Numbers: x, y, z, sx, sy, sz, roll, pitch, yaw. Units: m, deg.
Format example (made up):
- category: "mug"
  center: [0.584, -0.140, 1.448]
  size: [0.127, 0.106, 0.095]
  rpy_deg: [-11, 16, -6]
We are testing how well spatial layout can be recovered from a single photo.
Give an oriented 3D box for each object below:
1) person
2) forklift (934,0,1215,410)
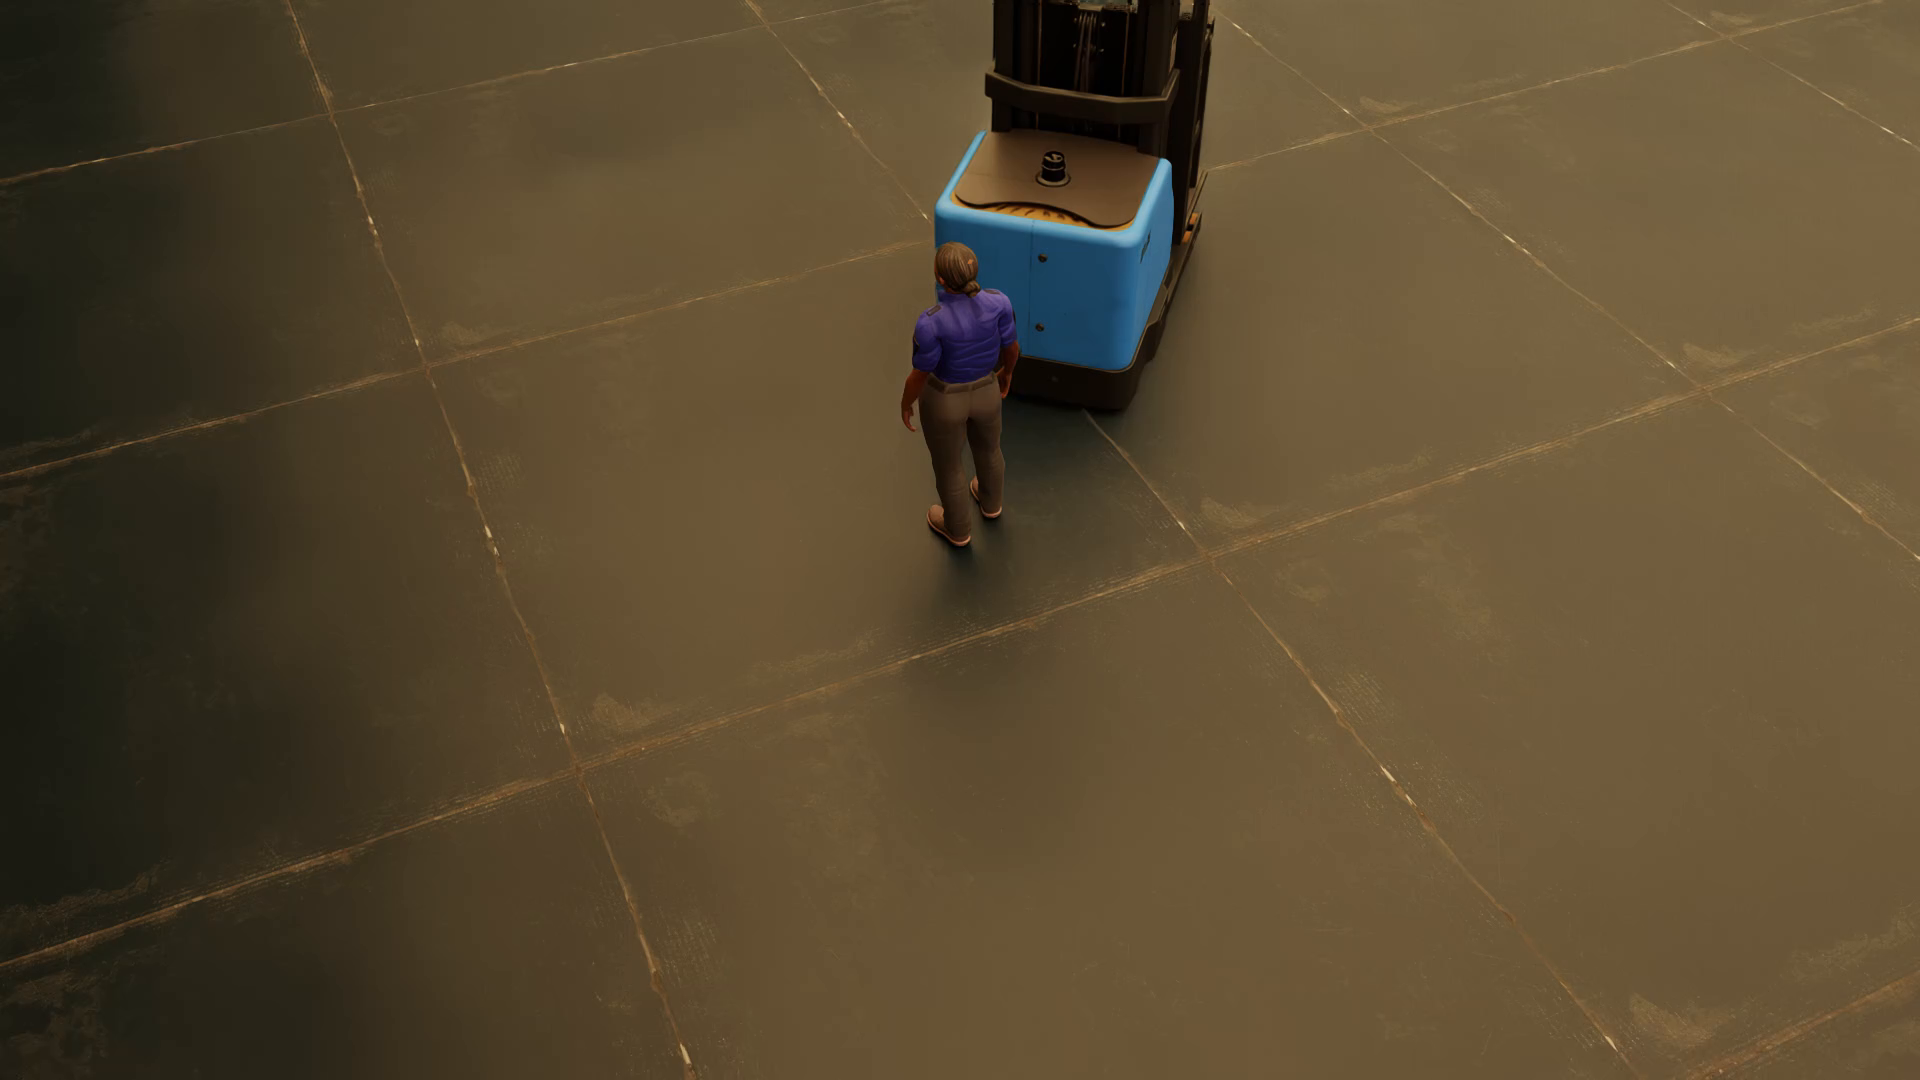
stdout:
- category: "person"
  center: [-0.019, -0.670, 7.323]
  size: [0.569, 1.655, 0.504]
  rpy_deg: [-18, 46, -18]
- category: "forklift"
  center: [0.777, -2.753, 8.630]
  size: [1.130, 2.935, 3.031]
  rpy_deg: [12, 44, 12]
